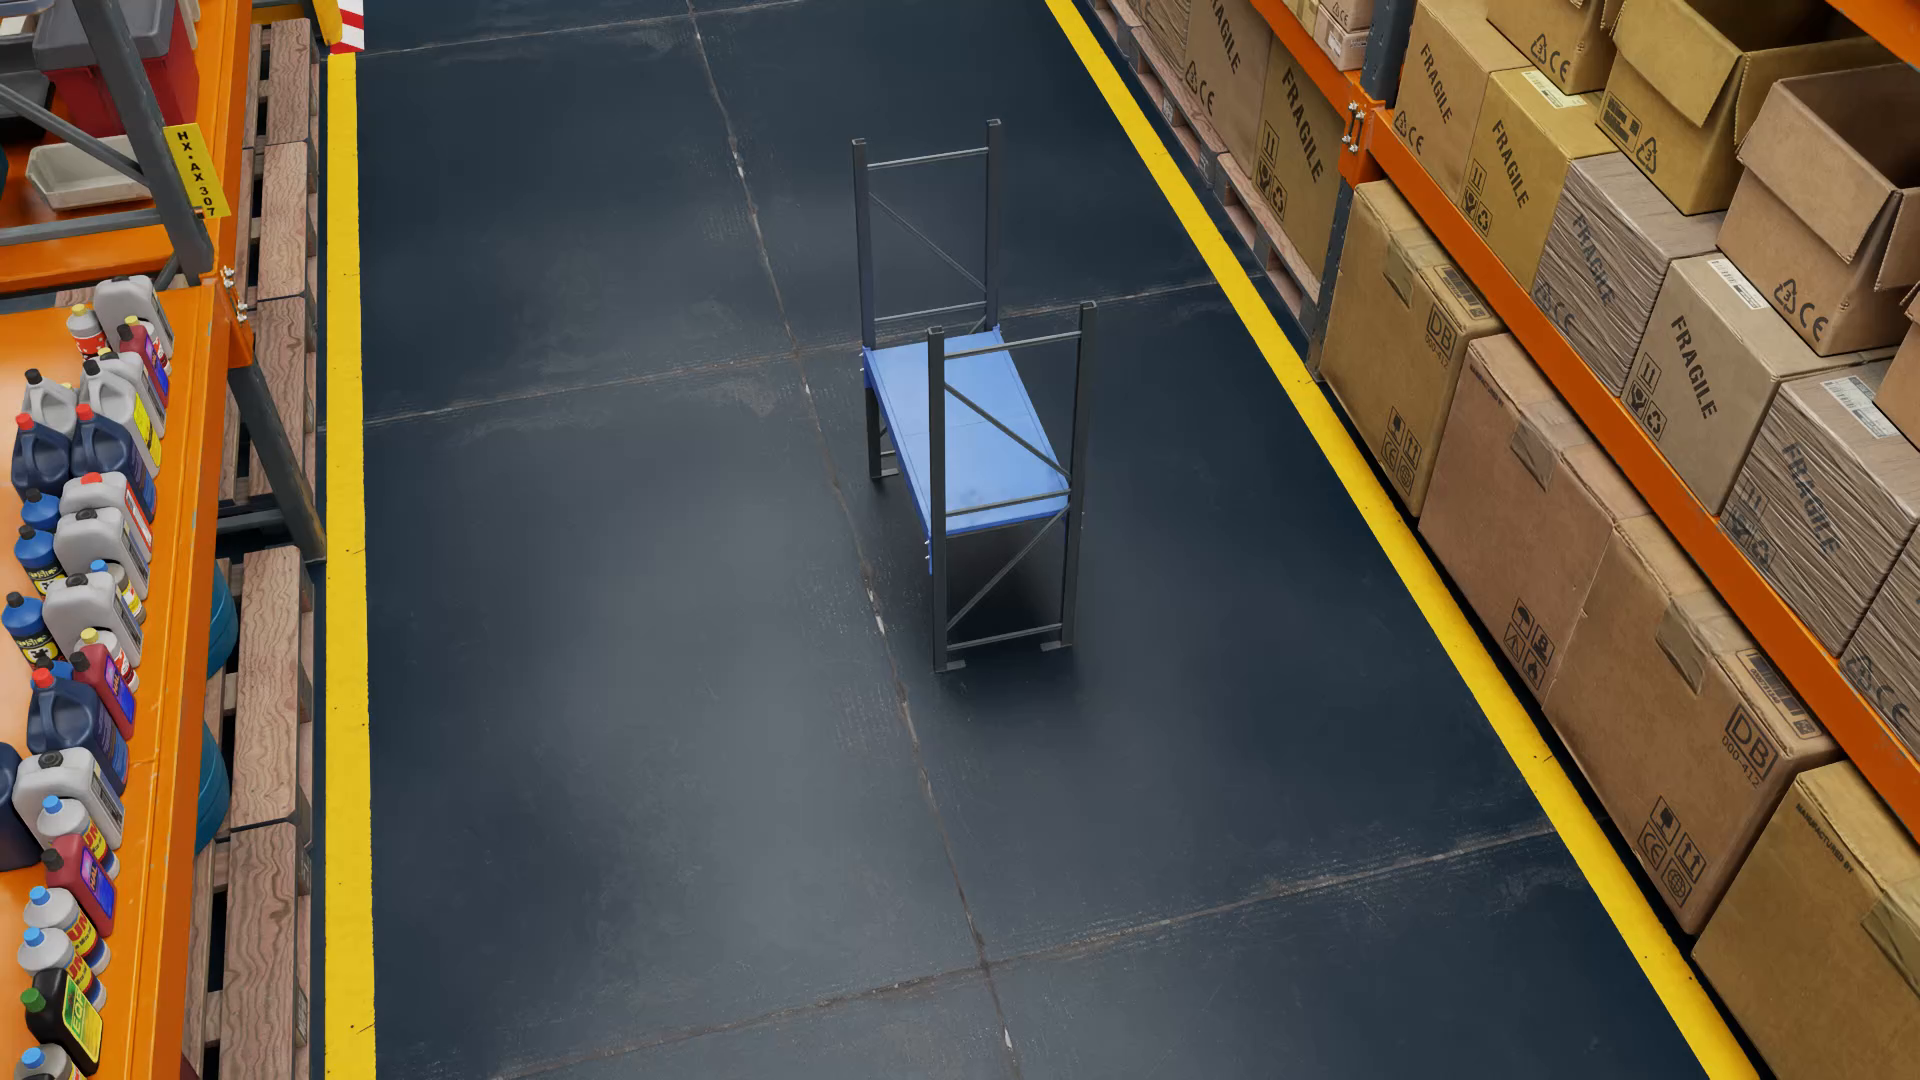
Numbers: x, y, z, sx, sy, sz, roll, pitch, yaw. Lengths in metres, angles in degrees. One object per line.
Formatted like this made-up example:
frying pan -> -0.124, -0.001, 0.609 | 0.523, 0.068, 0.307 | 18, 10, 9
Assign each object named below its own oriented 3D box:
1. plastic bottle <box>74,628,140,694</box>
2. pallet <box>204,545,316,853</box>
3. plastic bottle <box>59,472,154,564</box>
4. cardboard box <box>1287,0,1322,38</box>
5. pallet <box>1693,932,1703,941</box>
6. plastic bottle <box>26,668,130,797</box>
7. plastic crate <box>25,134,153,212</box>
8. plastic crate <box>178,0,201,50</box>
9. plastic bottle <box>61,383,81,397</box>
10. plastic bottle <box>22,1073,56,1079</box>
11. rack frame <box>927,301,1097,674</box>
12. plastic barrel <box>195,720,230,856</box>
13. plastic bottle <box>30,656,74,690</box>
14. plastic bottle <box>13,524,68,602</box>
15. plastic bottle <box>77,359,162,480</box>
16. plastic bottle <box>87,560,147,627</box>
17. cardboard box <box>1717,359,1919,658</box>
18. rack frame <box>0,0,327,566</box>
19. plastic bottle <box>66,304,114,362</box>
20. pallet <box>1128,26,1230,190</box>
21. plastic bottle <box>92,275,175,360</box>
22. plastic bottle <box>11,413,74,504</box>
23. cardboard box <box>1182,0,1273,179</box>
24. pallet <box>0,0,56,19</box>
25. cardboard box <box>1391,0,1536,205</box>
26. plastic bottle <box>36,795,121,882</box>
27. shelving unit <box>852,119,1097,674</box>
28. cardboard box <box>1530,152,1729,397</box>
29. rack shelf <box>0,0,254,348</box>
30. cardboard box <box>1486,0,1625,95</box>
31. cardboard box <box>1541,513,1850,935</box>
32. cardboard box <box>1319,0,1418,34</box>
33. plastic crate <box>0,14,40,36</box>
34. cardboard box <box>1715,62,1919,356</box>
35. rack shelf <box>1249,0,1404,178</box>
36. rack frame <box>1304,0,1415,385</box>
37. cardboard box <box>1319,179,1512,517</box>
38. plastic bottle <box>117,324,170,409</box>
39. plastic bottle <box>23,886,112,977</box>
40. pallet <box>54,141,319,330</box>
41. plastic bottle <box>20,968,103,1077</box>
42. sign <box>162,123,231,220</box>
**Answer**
plastic bottle -> -2.061, 0.291, 4.004 | 0.097, 0.201, 0.097 | 0, 46, 0
pallet -> -2.690, 0.596, 5.518 | 1.003, 0.211, 1.213 | -11, 47, -10
plastic bottle -> -2.211, -0.063, 4.299 | 0.152, 0.276, 0.135 | -11, 47, -10
cardboard box -> 1.480, -2.066, 6.351 | 0.380, 0.149, 0.250 | -10, 46, -10
pallet -> 2.836, 1.354, 4.775 | 1.003, 0.211, 1.213 | -11, 47, -10
plastic bottle -> -2.014, 0.432, 3.760 | 0.144, 0.351, 0.185 | -11, 47, -10
plastic crate -> -2.828, -1.196, 5.465 | 0.396, 0.136, 0.243 | -11, 47, -10
plastic crate -> -3.060, -1.988, 6.139 | 0.437, 0.282, 0.530 | -11, 47, -10
plastic bottle -> -2.456, -0.350, 4.632 | 0.097, 0.201, 0.097 | 0, 46, 0
plastic bottle -> -1.730, 1.104, 3.149 | 0.061, 0.283, 0.133 | -11, 47, -10
rack frame -> 0.152, -0.115, 5.313 | 0.500, 1.500, 0.032 | -11, 47, -10
plastic barrel -> -2.543, 0.535, 4.801 | 0.600, 0.901, 0.708 | -11, 47, -10
plastic bottle -> -2.086, 0.370, 3.878 | 0.097, 0.271, 0.097 | 0, 46, 0
plastic bottle -> -2.293, 0.067, 4.174 | 0.097, 0.271, 0.097 | 0, 46, 0
plastic bottle -> -2.296, -0.328, 4.506 | 0.144, 0.351, 0.185 | -11, 47, -10
plastic bottle -> -2.121, 0.131, 4.161 | 0.097, 0.201, 0.097 | 0, 46, 0
cardboard box -> 2.341, -0.098, 4.175 | 0.500, 0.500, 0.500 | -12, 47, -12
rack frame -> -2.847, -0.920, 5.051 | 1.000, 3.000, 0.127 | -11, 47, -10
plastic bottle -> -2.550, -0.602, 4.879 | 0.097, 0.201, 0.097 | 0, 46, 0
pallet -> 1.506, -2.233, 8.290 | 1.003, 0.211, 1.213 | -11, 47, -10
plastic bottle -> -2.434, -0.664, 4.887 | 0.152, 0.276, 0.135 | -11, 47, -10
plastic bottle -> -2.388, -0.174, 4.355 | 0.144, 0.351, 0.185 | -11, 47, -10
cardboard box -> 1.619, -2.321, 7.618 | 0.875, 0.875, 0.875 | -11, 47, -10
pallet -> -2.552, -1.381, 3.535 | 1.213, 0.211, 1.003 | -11, 47, -10
cardboard box -> 1.817, -1.497, 5.547 | 0.500, 0.500, 0.500 | -11, 47, -10
plastic bottle -> -1.920, 0.646, 3.606 | 0.097, 0.271, 0.097 | 0, 46, 0
shelving unit -> 0.022, -0.466, 5.657 | 0.538, 1.500, 1.048 | -11, 47, -10
cardboard box -> 2.074, -0.805, 4.869 | 0.500, 0.500, 0.500 | -12, 47, -11
rack shelf -> -3.359, -2.049, 6.662 | 1.077, 0.370, 4.000 | -11, 47, -10
cardboard box -> 2.112, -1.772, 5.114 | 0.797, 0.503, 0.637 | -12, 47, -11
cardboard box -> 2.587, 0.436, 4.917 | 1.225, 0.875, 0.875 | -11, 47, -10
cardboard box -> 1.574, -2.134, 6.138 | 0.500, 0.250, 0.500 | -12, 47, -11
plastic crate -> -3.584, -1.996, 6.249 | 0.293, 0.136, 0.466 | -11, 47, -10
cardboard box -> 2.451, -0.870, 4.230 | 0.797, 0.503, 0.637 | -9, 46, -9
rack shelf -> 1.429, -2.955, 7.549 | 1.077, 0.370, 4.000 | -11, 47, -10
rack frame -> 1.941, -1.826, 5.939 | 1.000, 3.000, 0.127 | -11, 47, -10
cardboard box -> 2.124, -0.791, 6.118 | 1.225, 0.875, 0.875 | -11, 47, -10
plastic bottle -> -2.330, -0.515, 4.736 | 0.061, 0.283, 0.133 | -11, 47, -10
plastic bottle -> -1.861, 0.806, 3.450 | 0.097, 0.271, 0.097 | 0, 46, 0
pallet -> -3.389, -1.289, 7.365 | 1.003, 0.211, 1.213 | -11, 47, -10
plastic bottle -> -1.789, 0.945, 3.305 | 0.061, 0.283, 0.133 | -11, 47, -10
sign -> -2.315, -1.116, 5.050 | 0.100, 0.325, 0.005 | -11, 47, -10
